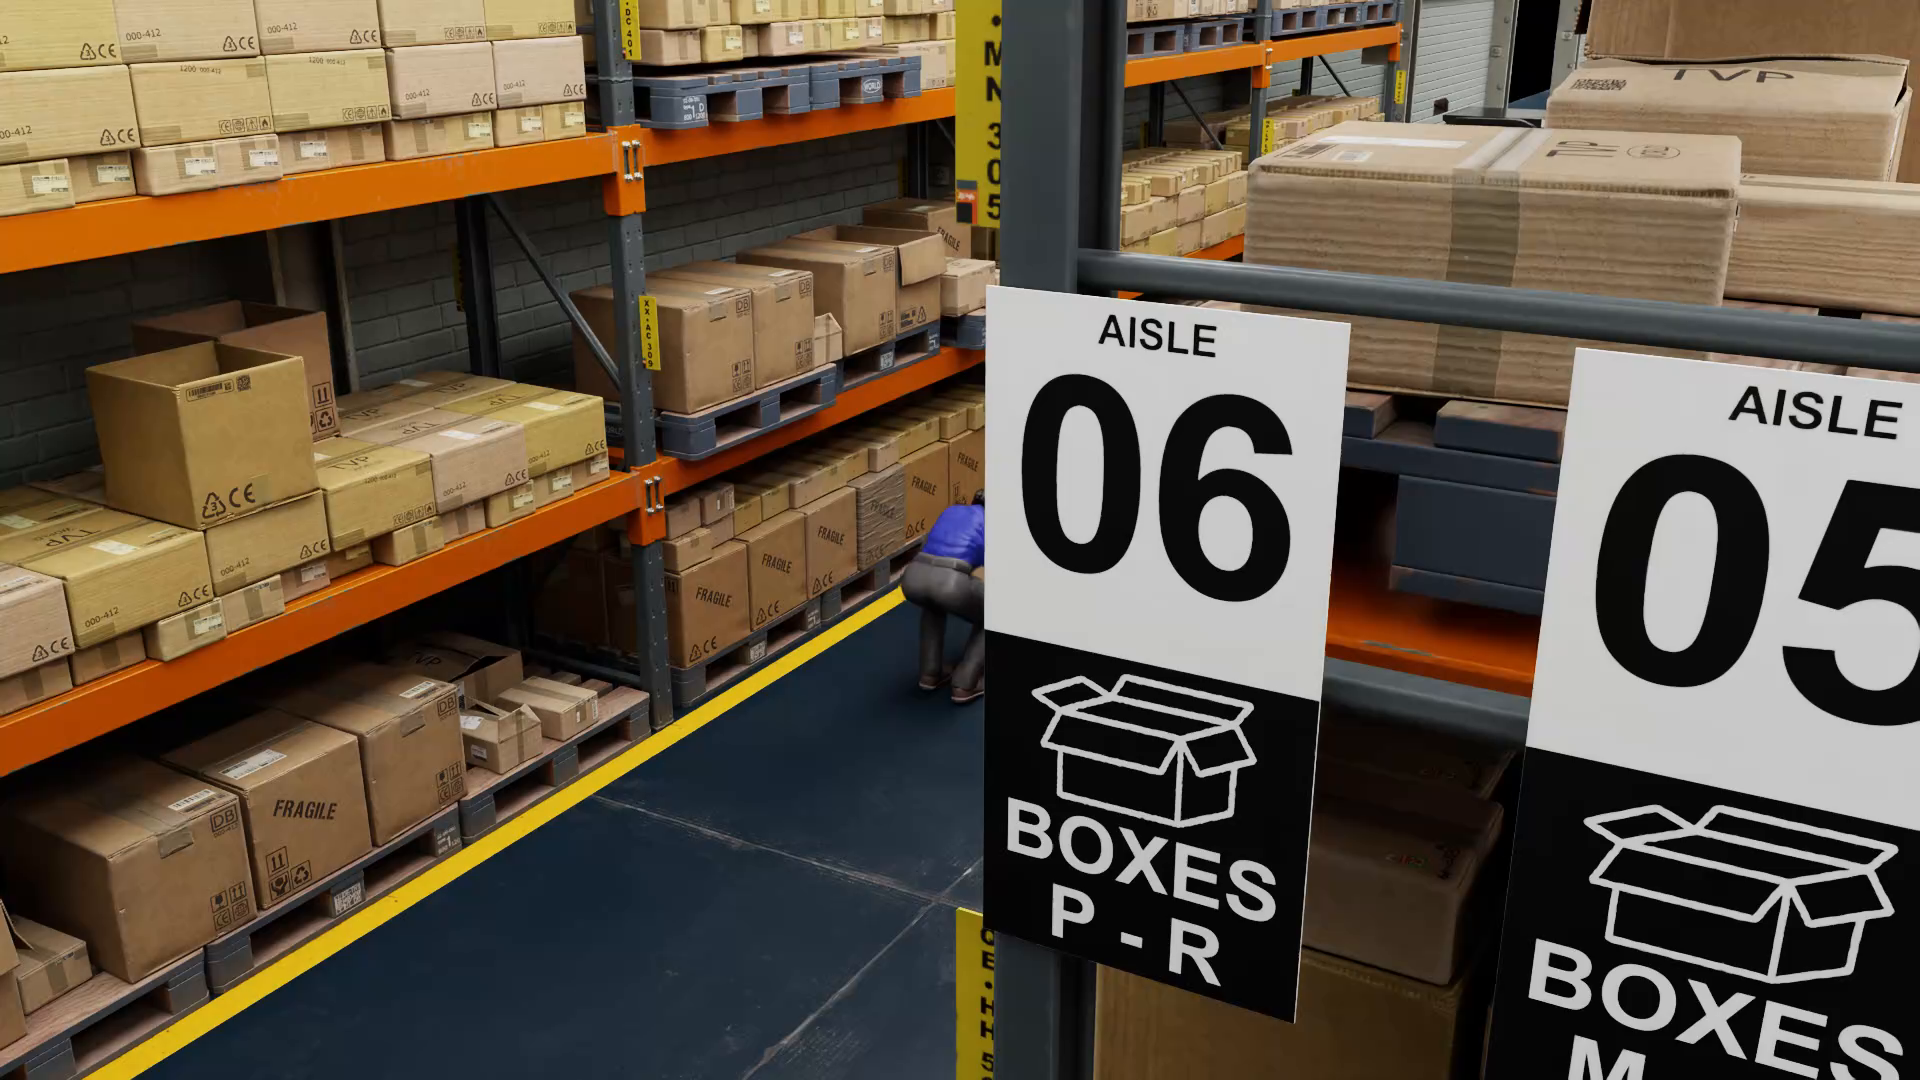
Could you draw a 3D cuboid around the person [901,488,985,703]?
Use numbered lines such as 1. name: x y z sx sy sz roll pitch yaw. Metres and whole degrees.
1. person: 0.022 0.272 8.383 0.459 0.947 0.867 10 22 25
